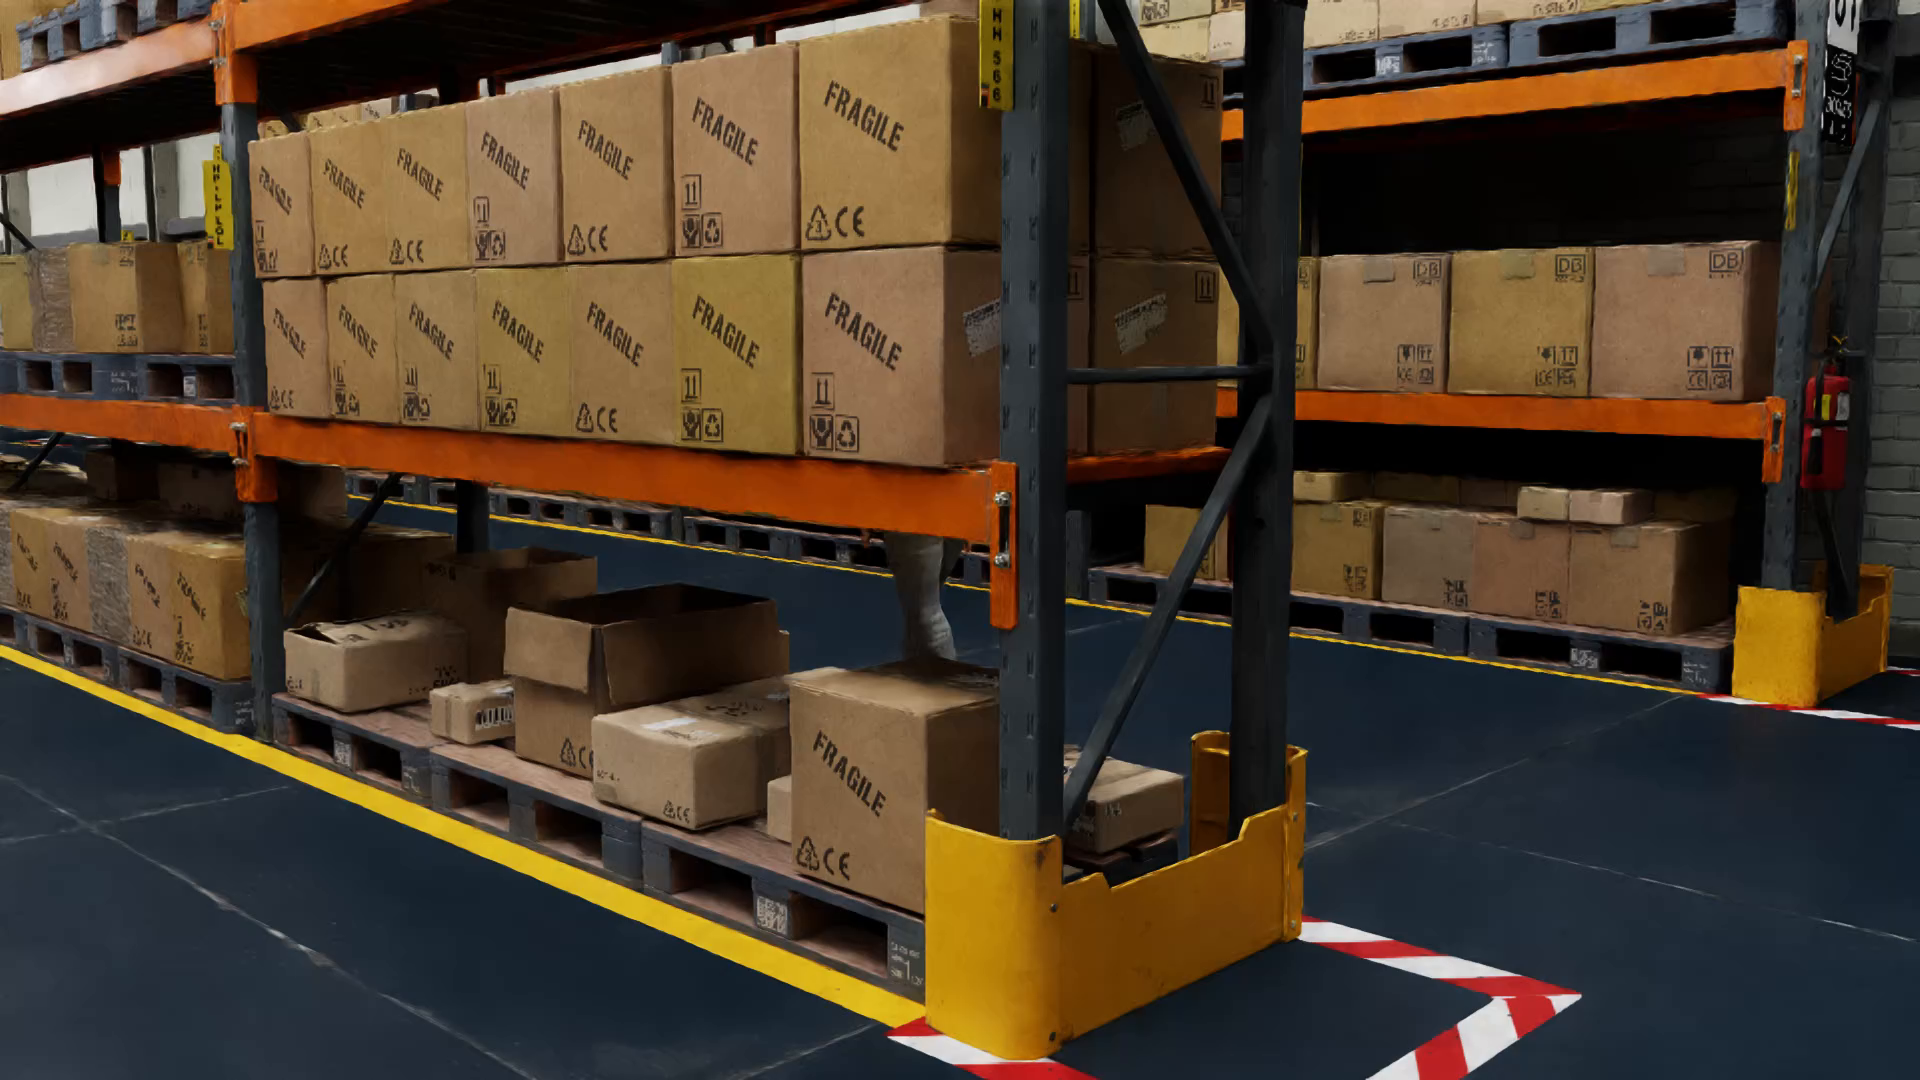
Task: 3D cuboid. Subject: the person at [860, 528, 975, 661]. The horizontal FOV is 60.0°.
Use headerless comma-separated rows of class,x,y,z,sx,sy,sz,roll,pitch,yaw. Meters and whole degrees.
person,-0.224,-0.091,6.913,0.699,1.646,0.506,6,10,41
